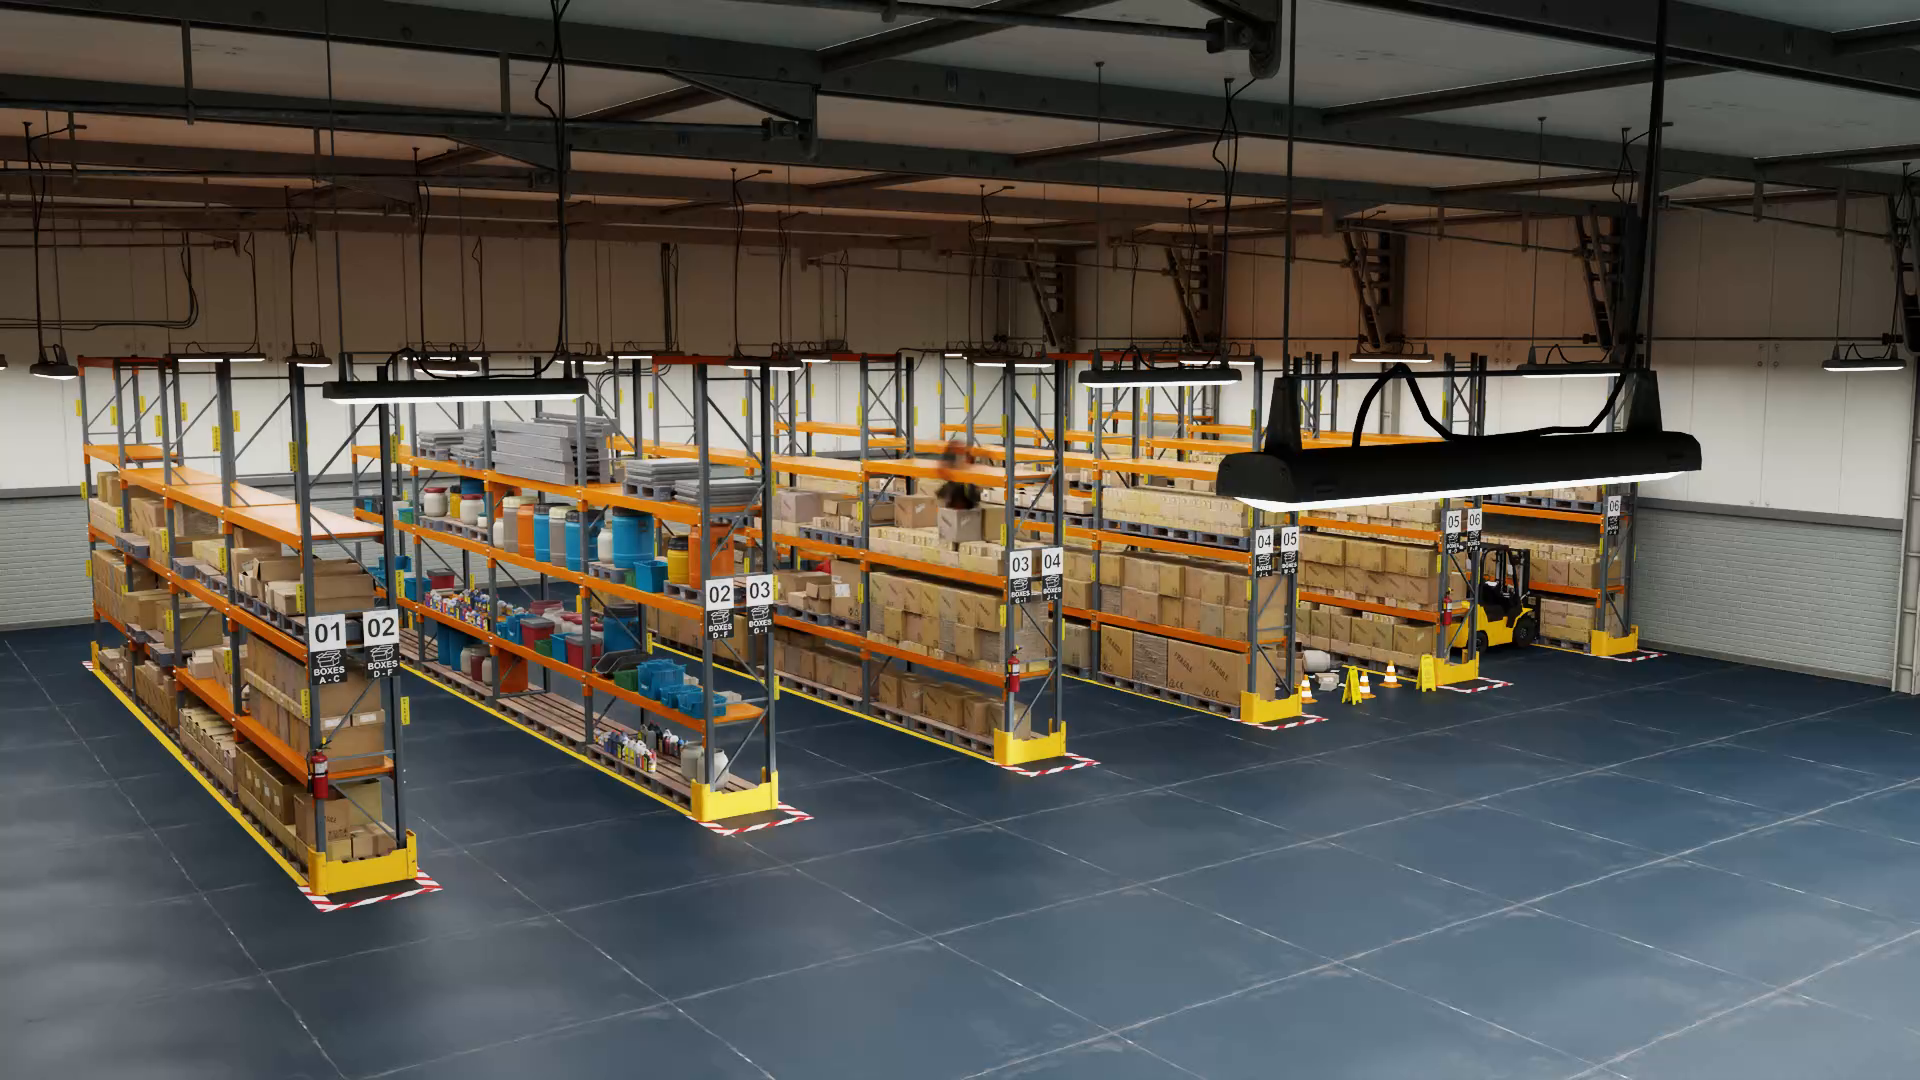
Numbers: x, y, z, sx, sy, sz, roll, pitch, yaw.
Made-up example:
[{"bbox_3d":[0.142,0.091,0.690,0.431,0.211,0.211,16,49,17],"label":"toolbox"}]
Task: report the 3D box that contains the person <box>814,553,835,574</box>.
[{"bbox_3d":[-2.774,1.135,36.070,0.624,1.804,0.774,-5,8,-34],"label":"person"}]
